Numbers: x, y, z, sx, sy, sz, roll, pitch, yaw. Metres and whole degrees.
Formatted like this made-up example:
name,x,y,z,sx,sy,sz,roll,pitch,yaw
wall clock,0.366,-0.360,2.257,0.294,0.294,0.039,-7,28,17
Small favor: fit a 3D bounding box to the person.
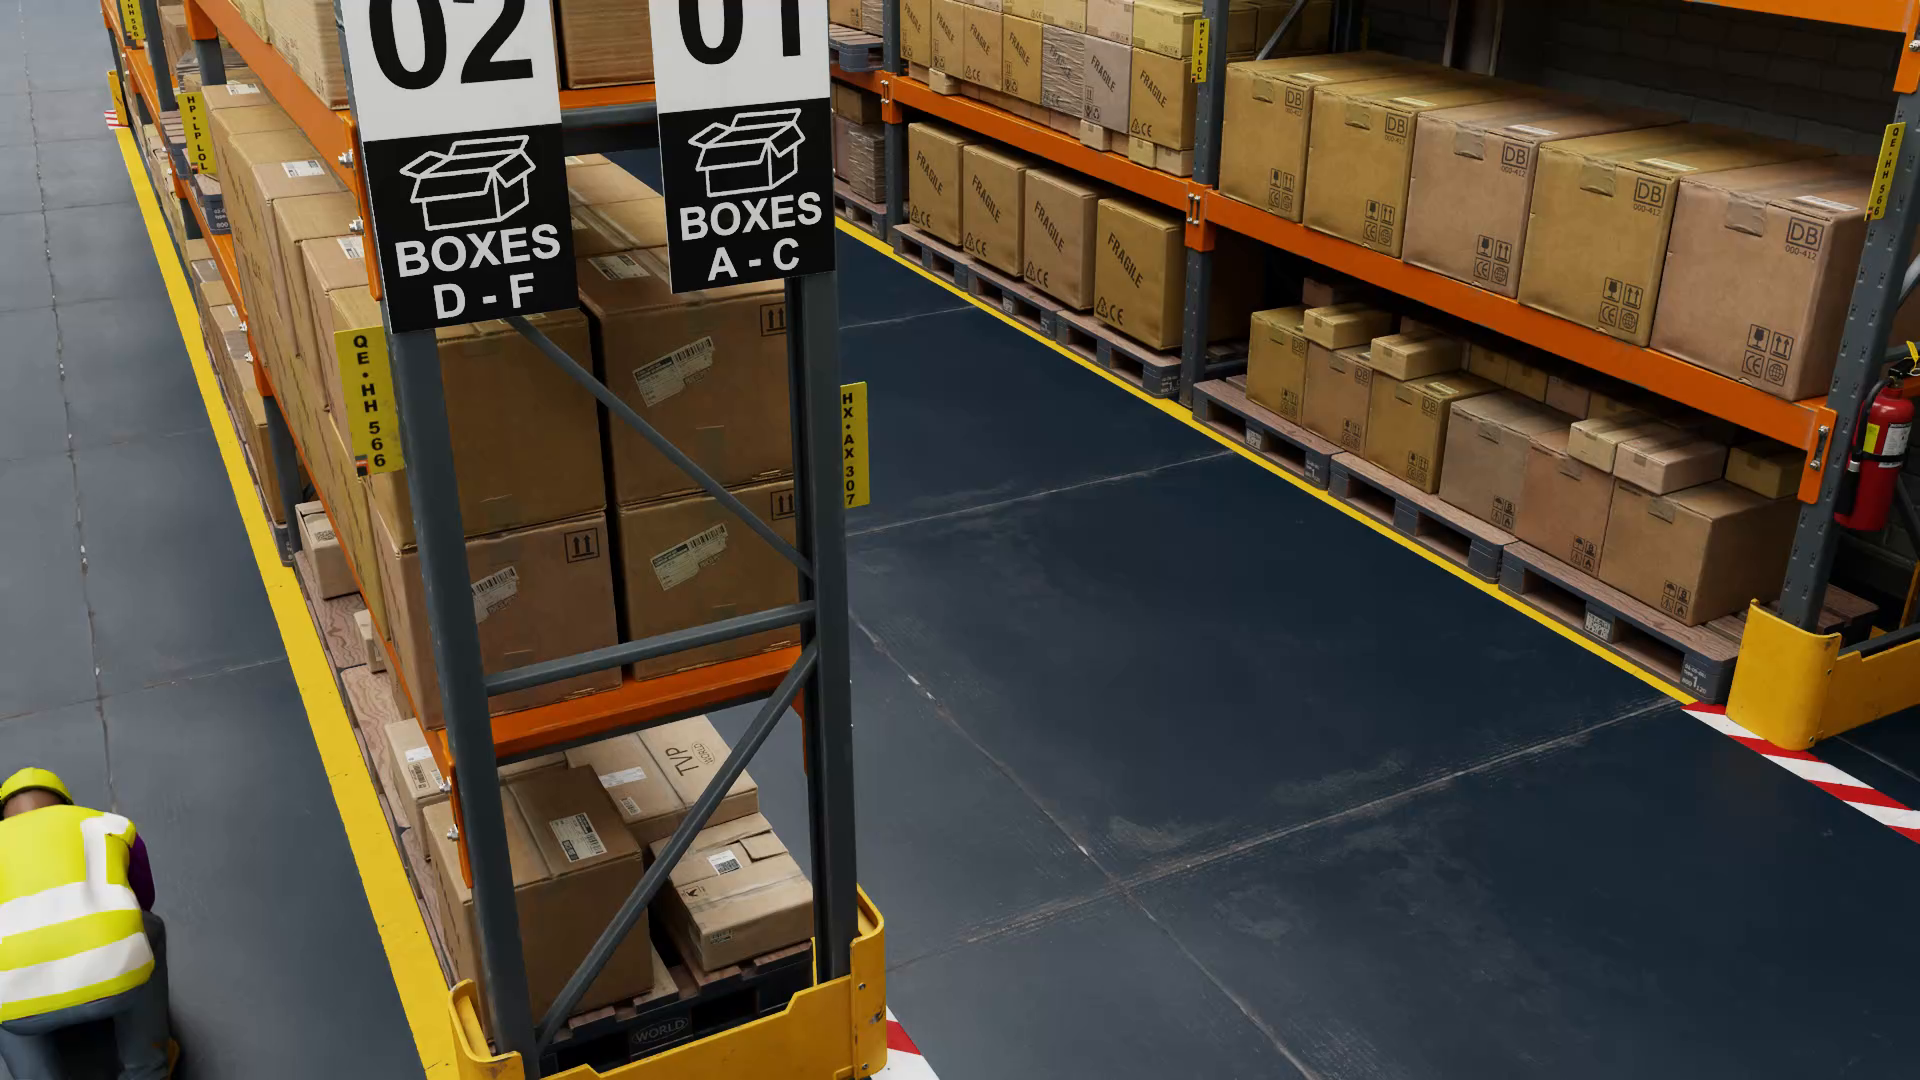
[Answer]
name,x,y,z,sx,sy,sz,roll,pitch,yaw
person,-2.560,1.176,4.748,0.525,0.822,0.973,-12,28,-24
